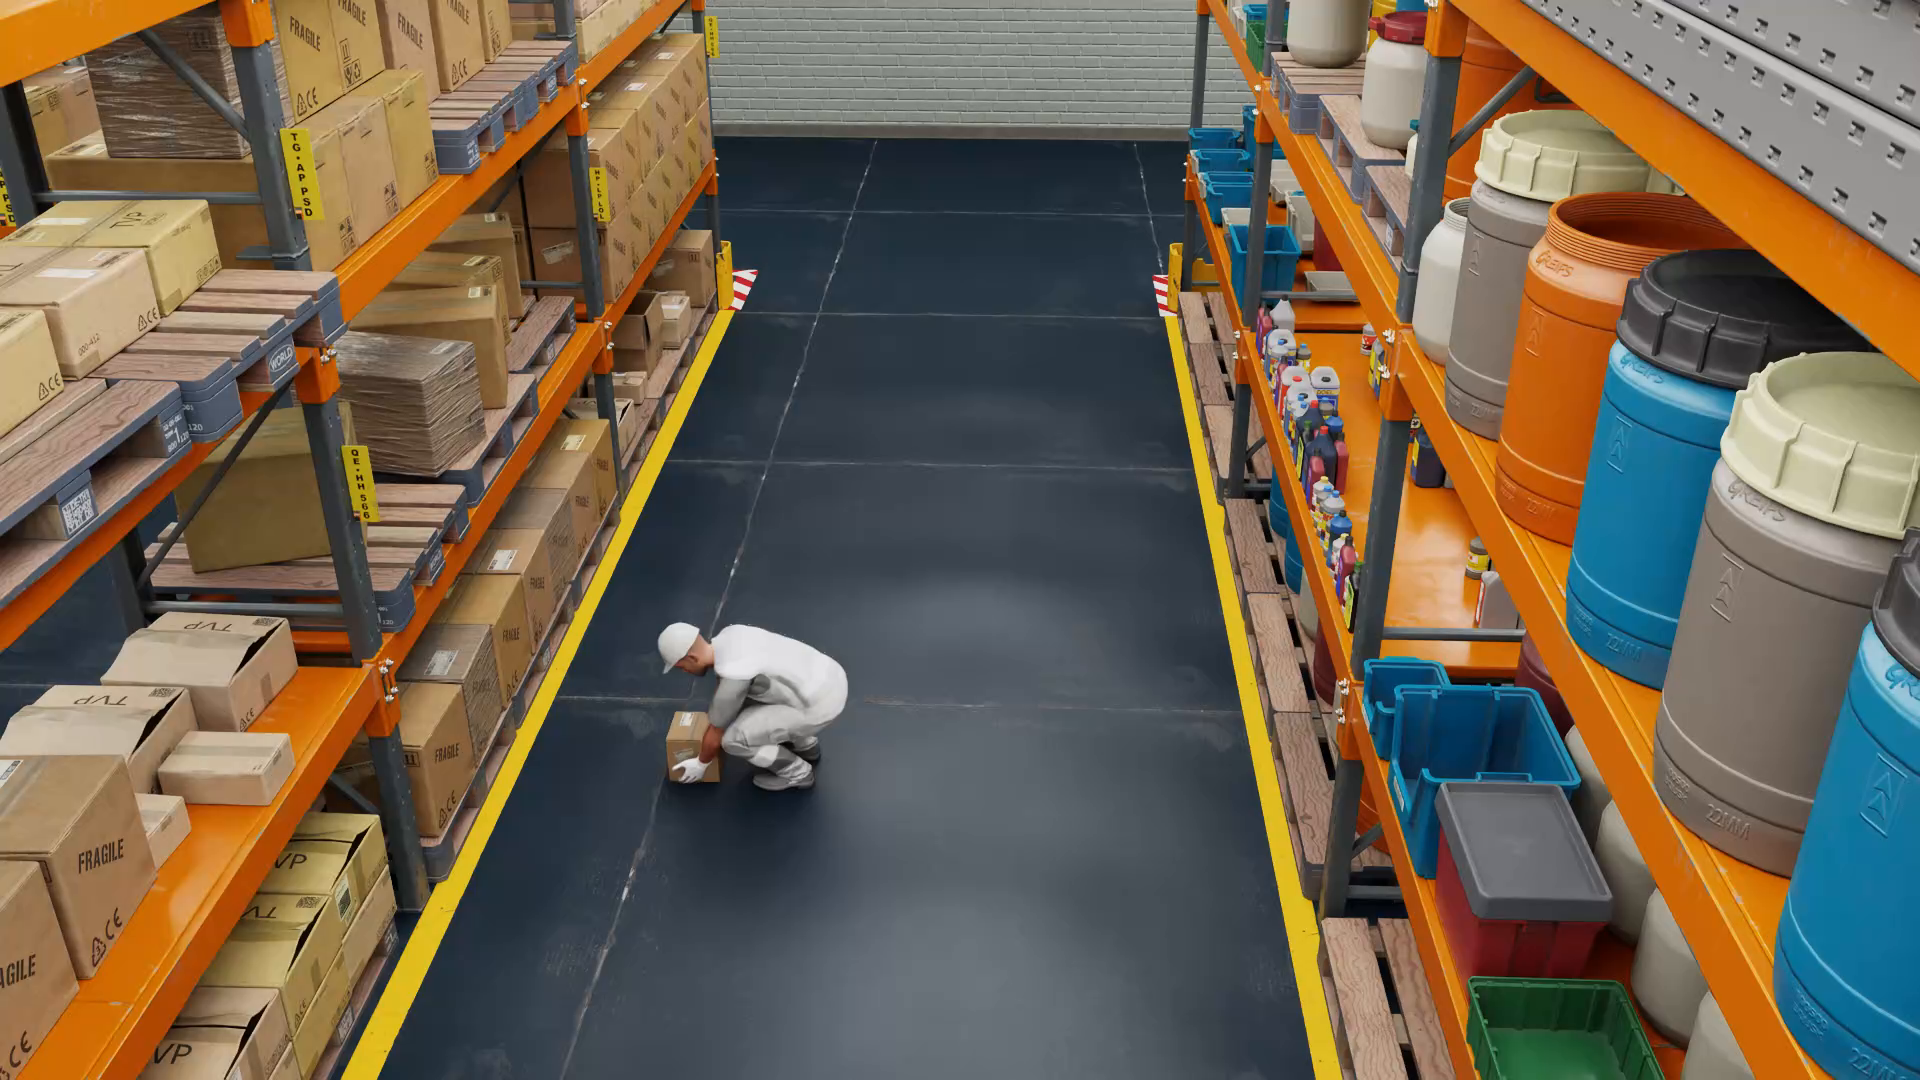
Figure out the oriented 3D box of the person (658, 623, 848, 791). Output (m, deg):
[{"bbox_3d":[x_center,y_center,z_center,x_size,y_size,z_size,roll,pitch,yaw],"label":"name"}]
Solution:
[{"bbox_3d":[-0.995,0.776,8.117,0.889,0.879,0.562,1,28,2],"label":"person"}]
